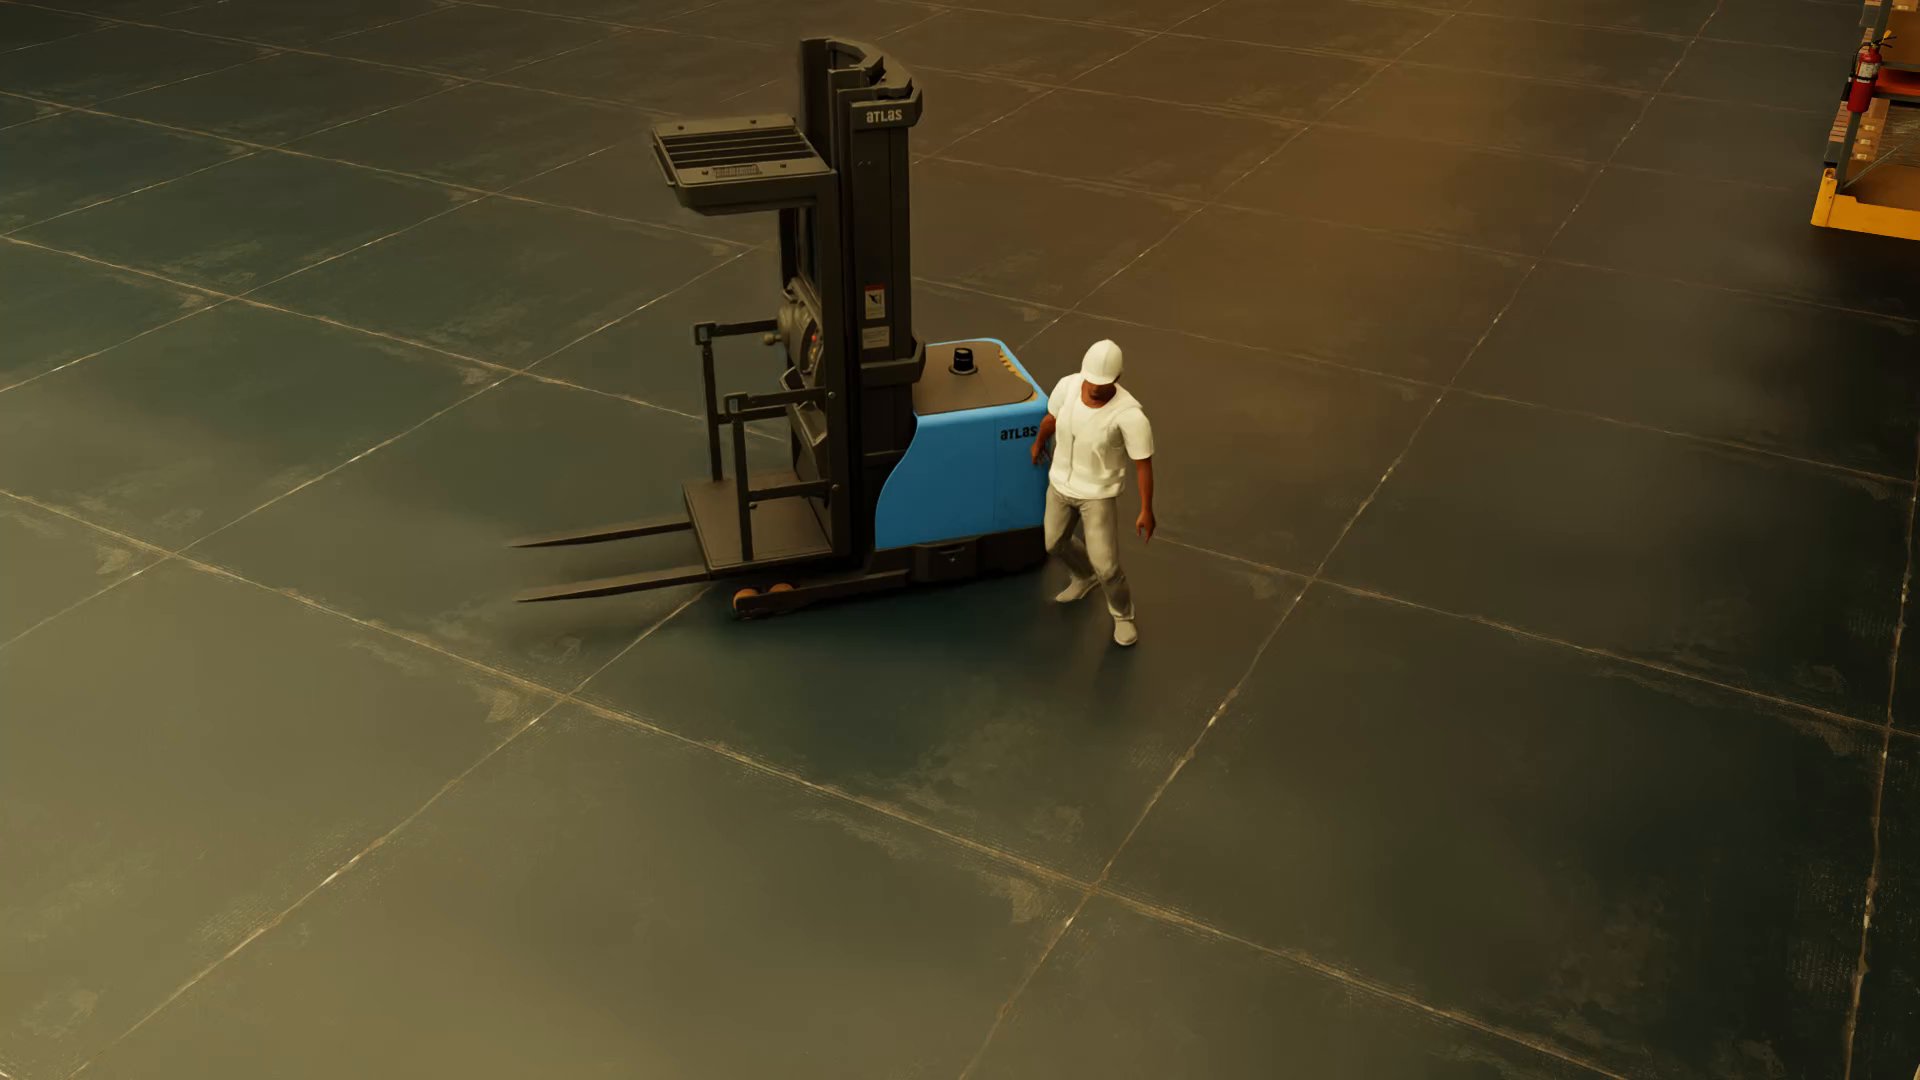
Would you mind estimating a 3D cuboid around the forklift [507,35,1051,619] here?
[{"bbox_3d":[-1.050,-1.125,9.019,3.031,2.935,1.130,-9,31,-14],"label":"forklift"}]

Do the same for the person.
[{"bbox_3d":[0.687,-0.333,8.919,0.502,1.718,0.897,-26,39,-37],"label":"person"}]
